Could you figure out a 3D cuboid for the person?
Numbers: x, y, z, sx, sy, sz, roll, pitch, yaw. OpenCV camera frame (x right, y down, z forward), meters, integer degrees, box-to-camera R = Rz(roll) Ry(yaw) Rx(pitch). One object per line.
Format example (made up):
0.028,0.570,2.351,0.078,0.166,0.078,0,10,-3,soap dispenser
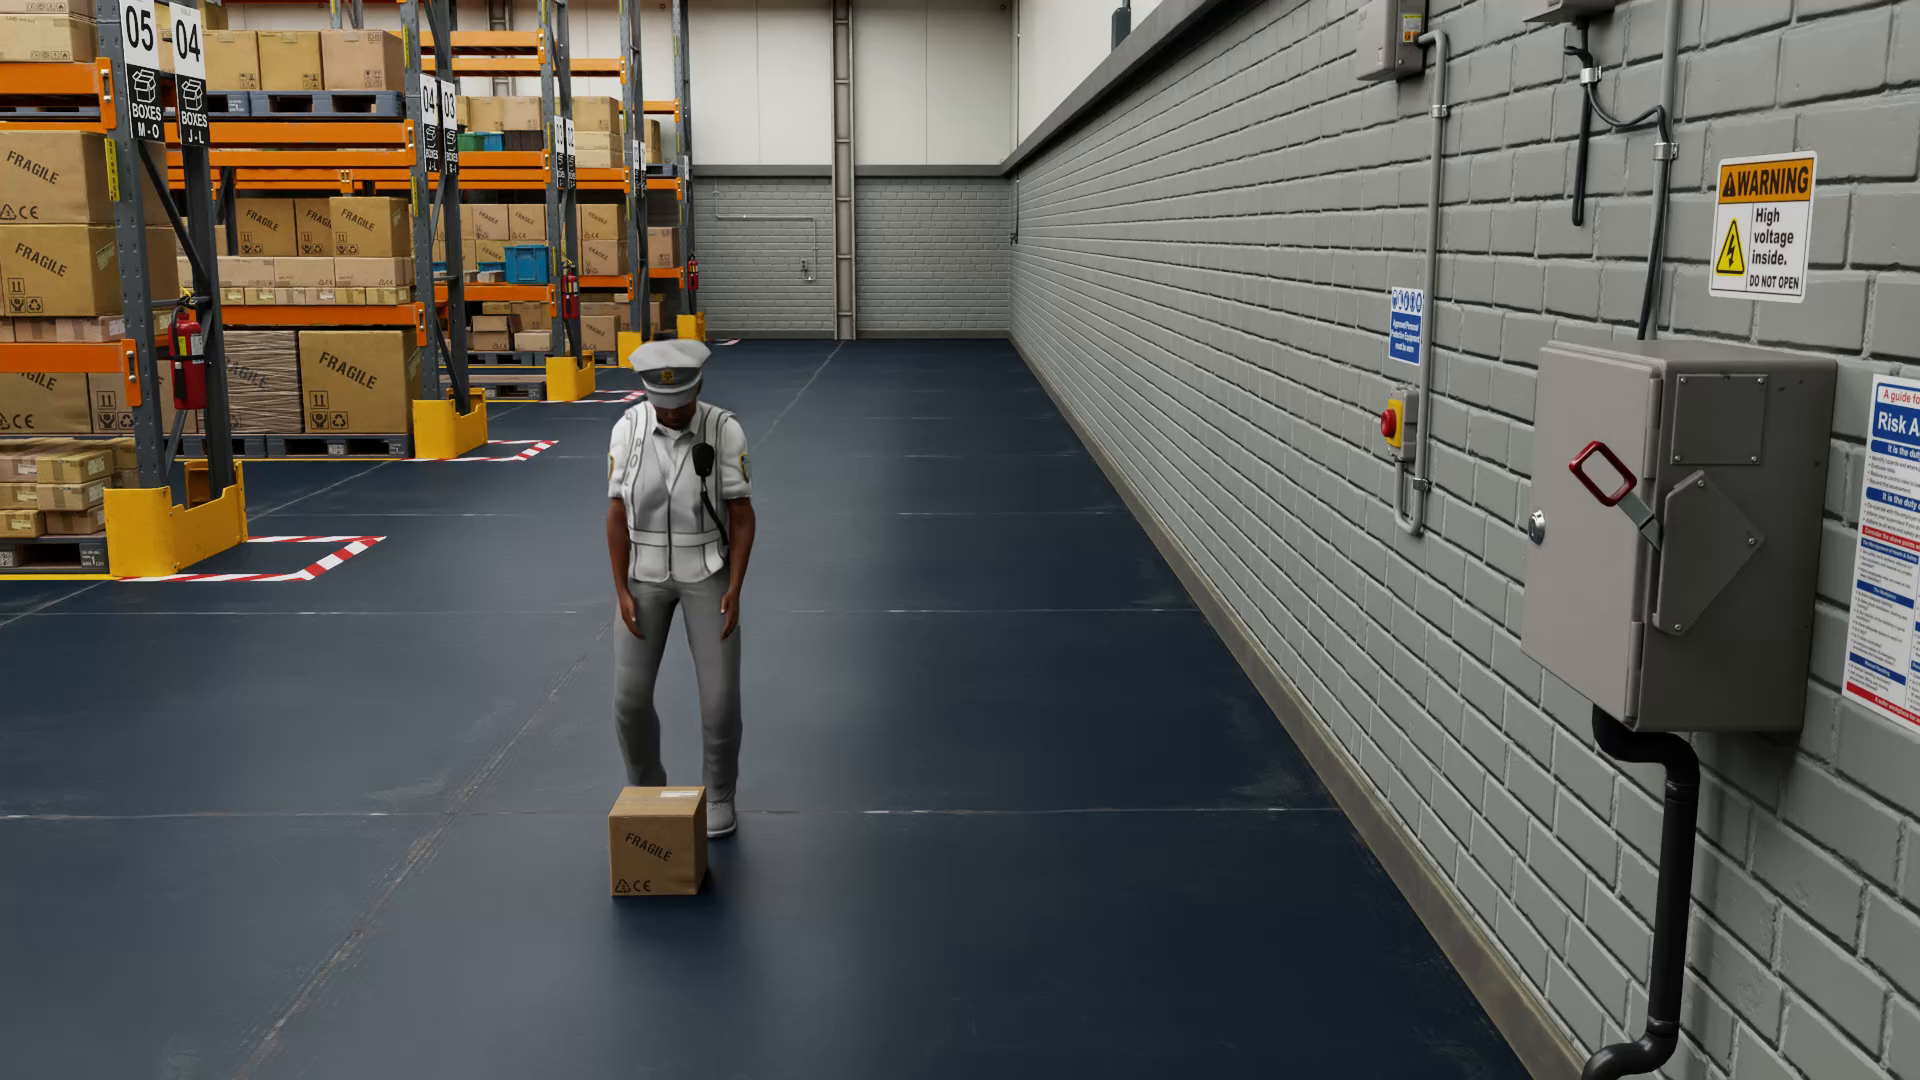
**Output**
-0.879,0.160,5.289,0.469,1.592,0.500,0,10,0,person
